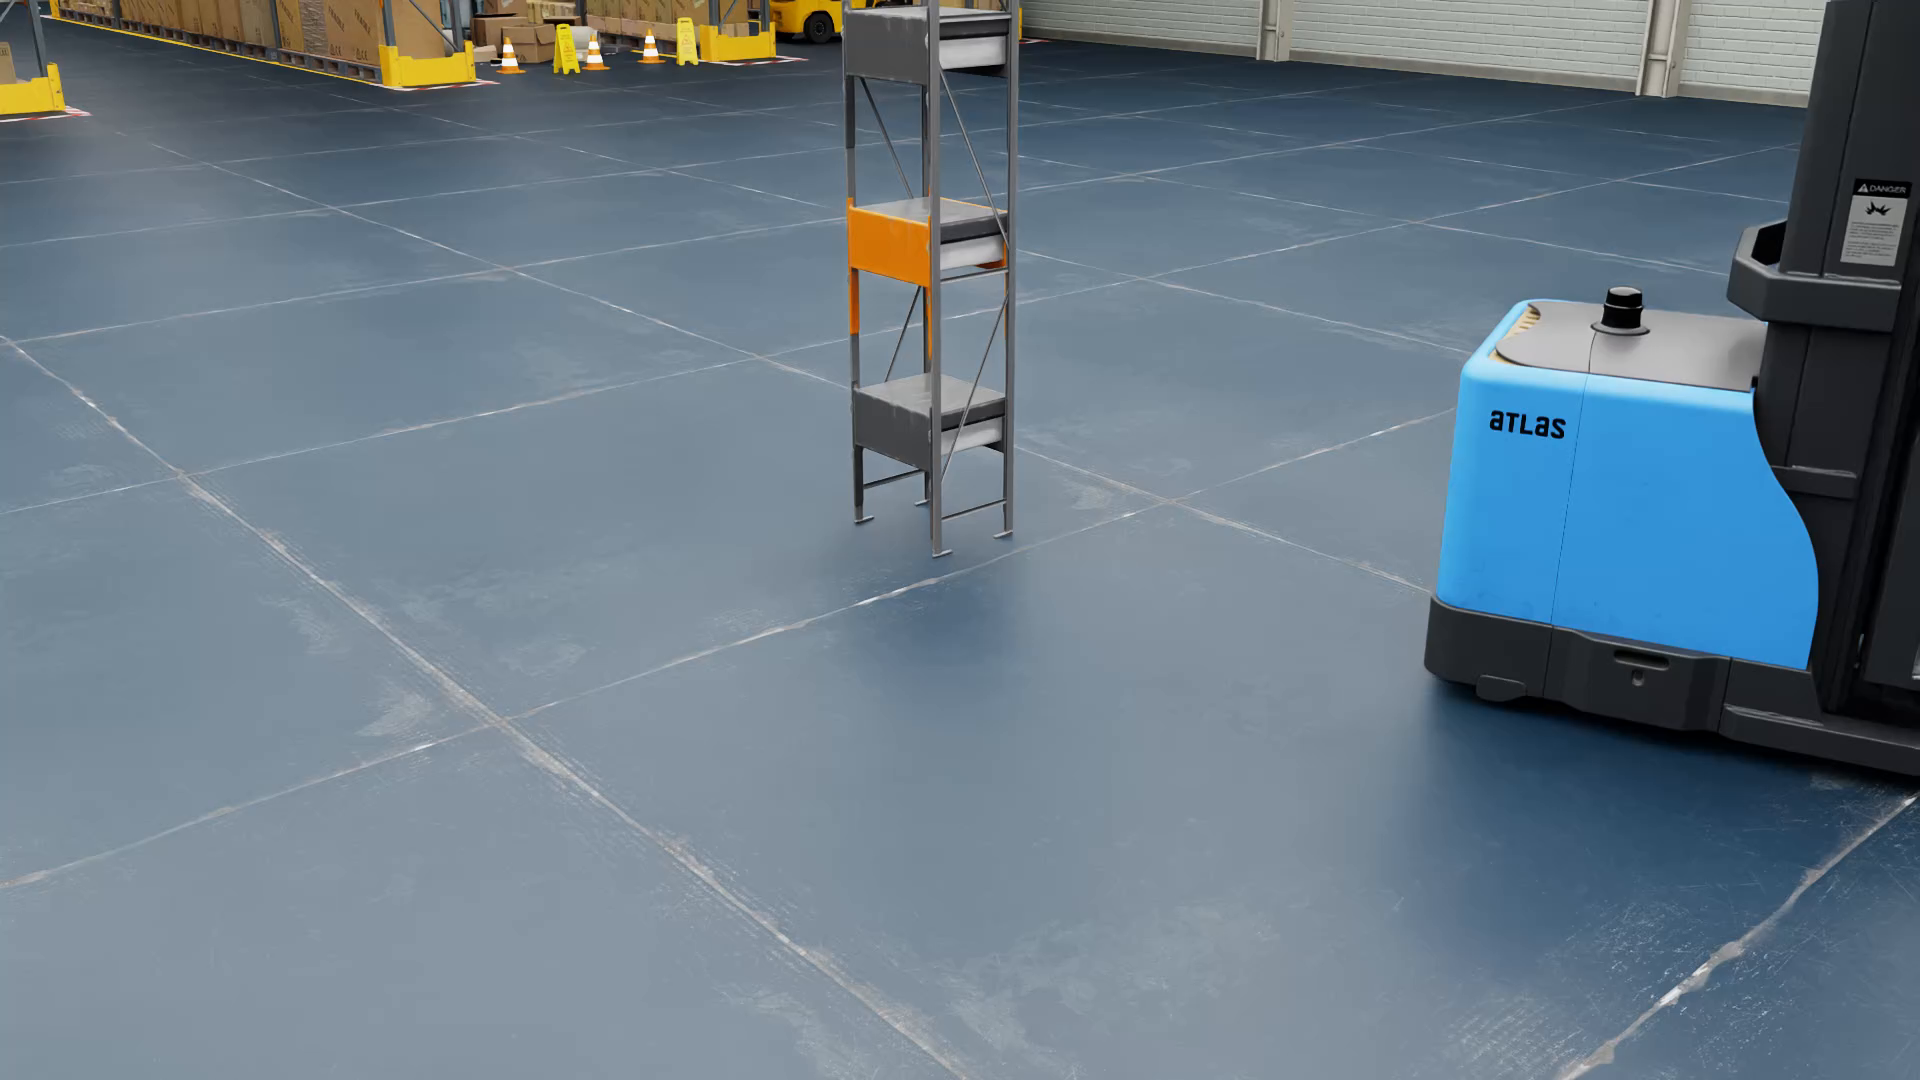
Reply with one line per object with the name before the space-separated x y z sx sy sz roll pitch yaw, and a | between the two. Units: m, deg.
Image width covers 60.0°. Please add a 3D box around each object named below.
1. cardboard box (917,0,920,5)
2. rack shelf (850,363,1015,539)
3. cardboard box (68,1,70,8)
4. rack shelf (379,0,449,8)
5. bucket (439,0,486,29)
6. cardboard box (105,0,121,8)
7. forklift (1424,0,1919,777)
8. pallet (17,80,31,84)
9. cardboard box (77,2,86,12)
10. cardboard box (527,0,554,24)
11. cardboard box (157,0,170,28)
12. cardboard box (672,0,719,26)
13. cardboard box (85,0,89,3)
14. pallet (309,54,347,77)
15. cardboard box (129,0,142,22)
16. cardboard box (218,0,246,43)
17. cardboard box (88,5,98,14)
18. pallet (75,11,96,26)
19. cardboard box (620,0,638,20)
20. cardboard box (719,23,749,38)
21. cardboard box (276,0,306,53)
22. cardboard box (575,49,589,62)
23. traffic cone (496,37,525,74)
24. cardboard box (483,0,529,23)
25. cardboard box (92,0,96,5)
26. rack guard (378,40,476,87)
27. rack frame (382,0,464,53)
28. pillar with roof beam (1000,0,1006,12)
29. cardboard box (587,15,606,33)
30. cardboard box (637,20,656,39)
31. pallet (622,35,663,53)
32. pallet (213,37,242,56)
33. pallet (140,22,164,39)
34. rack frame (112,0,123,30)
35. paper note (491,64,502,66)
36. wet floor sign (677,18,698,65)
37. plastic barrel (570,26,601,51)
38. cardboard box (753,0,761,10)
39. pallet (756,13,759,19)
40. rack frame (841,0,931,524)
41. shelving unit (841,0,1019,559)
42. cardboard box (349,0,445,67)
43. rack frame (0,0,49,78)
cardboard box | -0.375 -9.120 28.164 0.500 0.250 0.500 -18 28 -38
rack shelf | -0.108 -0.359 6.478 0.431 0.518 0.480 -17 27 -37
cardboard box | -17.055 -10.396 32.248 0.380 0.149 0.250 -18 27 -38
rack shelf | -8.249 -7.599 22.759 1.077 0.370 4.000 -17 27 -37
bucket | -7.719 -8.181 25.664 0.726 0.611 0.620 -8 13 -19
cardboard box | -15.223 -9.715 30.100 0.380 0.149 0.250 -17 27 -36
forklift | 3.021 -0.798 4.504 3.031 2.935 1.130 10 24 25
pallet | -11.320 -5.184 19.430 1.003 0.211 1.213 -17 27 -37
cardboard box | -16.469 -10.095 31.479 0.380 0.149 0.250 -19 28 -40
cardboard box | -7.142 -9.199 28.884 0.950 0.372 0.625 -16 27 -36
cardboard box | -13.129 -8.887 27.913 0.500 0.500 0.500 -16 27 -35
cardboard box | -3.980 -8.011 24.991 0.500 0.500 0.500 -17 27 -37
cardboard box | -16.338 -10.255 31.478 0.380 0.149 0.250 -16 26 -35
pallet | -8.317 -6.622 23.102 1.003 0.211 1.213 -17 27 -37
cardboard box | -14.148 -9.315 29.006 0.500 0.500 0.500 -16 26 -35
cardboard box | -10.655 -8.052 25.438 1.050 0.750 0.750 -17 27 -37
cardboard box | -15.966 -9.878 30.925 0.380 0.149 0.250 -18 27 -38
pallet | -16.042 -9.913 31.503 1.003 0.211 1.213 -17 27 -37
cardboard box | -4.994 -8.441 26.089 0.500 0.500 0.500 -16 26 -35
cardboard box | -3.576 -7.792 25.459 0.500 0.250 0.500 -18 28 -38
cardboard box | -9.197 -7.502 23.863 0.875 0.875 0.875 -17 27 -37
cardboard box | -5.645 -7.141 24.513 0.380 0.149 0.250 -4 22 -10
traffic cone | -6.214 -6.685 22.917 0.336 0.463 0.334 -17 27 -37
cardboard box | -7.199 -8.449 26.333 0.500 0.500 0.500 -17 27 -37
cardboard box | -15.868 -10.015 30.866 0.380 0.149 0.250 -17 27 -36
rack guard | -6.928 -6.211 21.656 1.175 0.500 0.348 -17 27 -37
rack frame | -6.943 -7.381 21.217 1.000 3.000 0.127 -17 27 -37
pillar with roof beam | -2.535 -11.946 24.645 9.100 9.000 0.400 -17 27 -37
cardboard box | -5.690 -8.381 26.963 0.500 0.250 0.500 -19 28 -40
cardboard box | -4.669 -7.950 25.864 0.500 0.250 0.500 -19 28 -39
pallet | -4.605 -7.880 26.314 1.003 0.211 1.213 -17 27 -37
pallet | -10.916 -7.721 25.906 1.003 0.211 1.213 -17 27 -37
pallet | -13.467 -8.846 28.781 1.003 0.211 1.213 -17 27 -37
rack frame | -14.776 -10.697 29.682 1.000 3.000 0.127 -17 27 -37
paper note | -6.654 -6.824 23.867 0.144 0.017 0.142 -8 23 -19
wet floor sign | -3.946 -7.184 23.942 0.267 0.644 0.232 -8 23 -19
plastic barrel | -5.755 -7.598 25.303 0.512 0.421 0.421 0 21 -1
cardboard box | -3.455 -10.530 31.937 0.875 0.625 0.625 -19 28 -40
pallet | -4.216 -10.445 32.864 1.003 0.211 1.213 -17 27 -37
rack frame | -0.267 -1.091 6.390 0.400 2.100 0.015 -17 27 -37
shelving unit | -0.108 -1.023 6.218 0.431 2.100 0.503 -17 27 -37
cardboard box | -7.436 -6.759 21.966 0.875 0.875 0.875 -17 27 -37
rack frame | -10.767 -6.229 18.274 1.000 3.000 0.127 -17 27 -37
